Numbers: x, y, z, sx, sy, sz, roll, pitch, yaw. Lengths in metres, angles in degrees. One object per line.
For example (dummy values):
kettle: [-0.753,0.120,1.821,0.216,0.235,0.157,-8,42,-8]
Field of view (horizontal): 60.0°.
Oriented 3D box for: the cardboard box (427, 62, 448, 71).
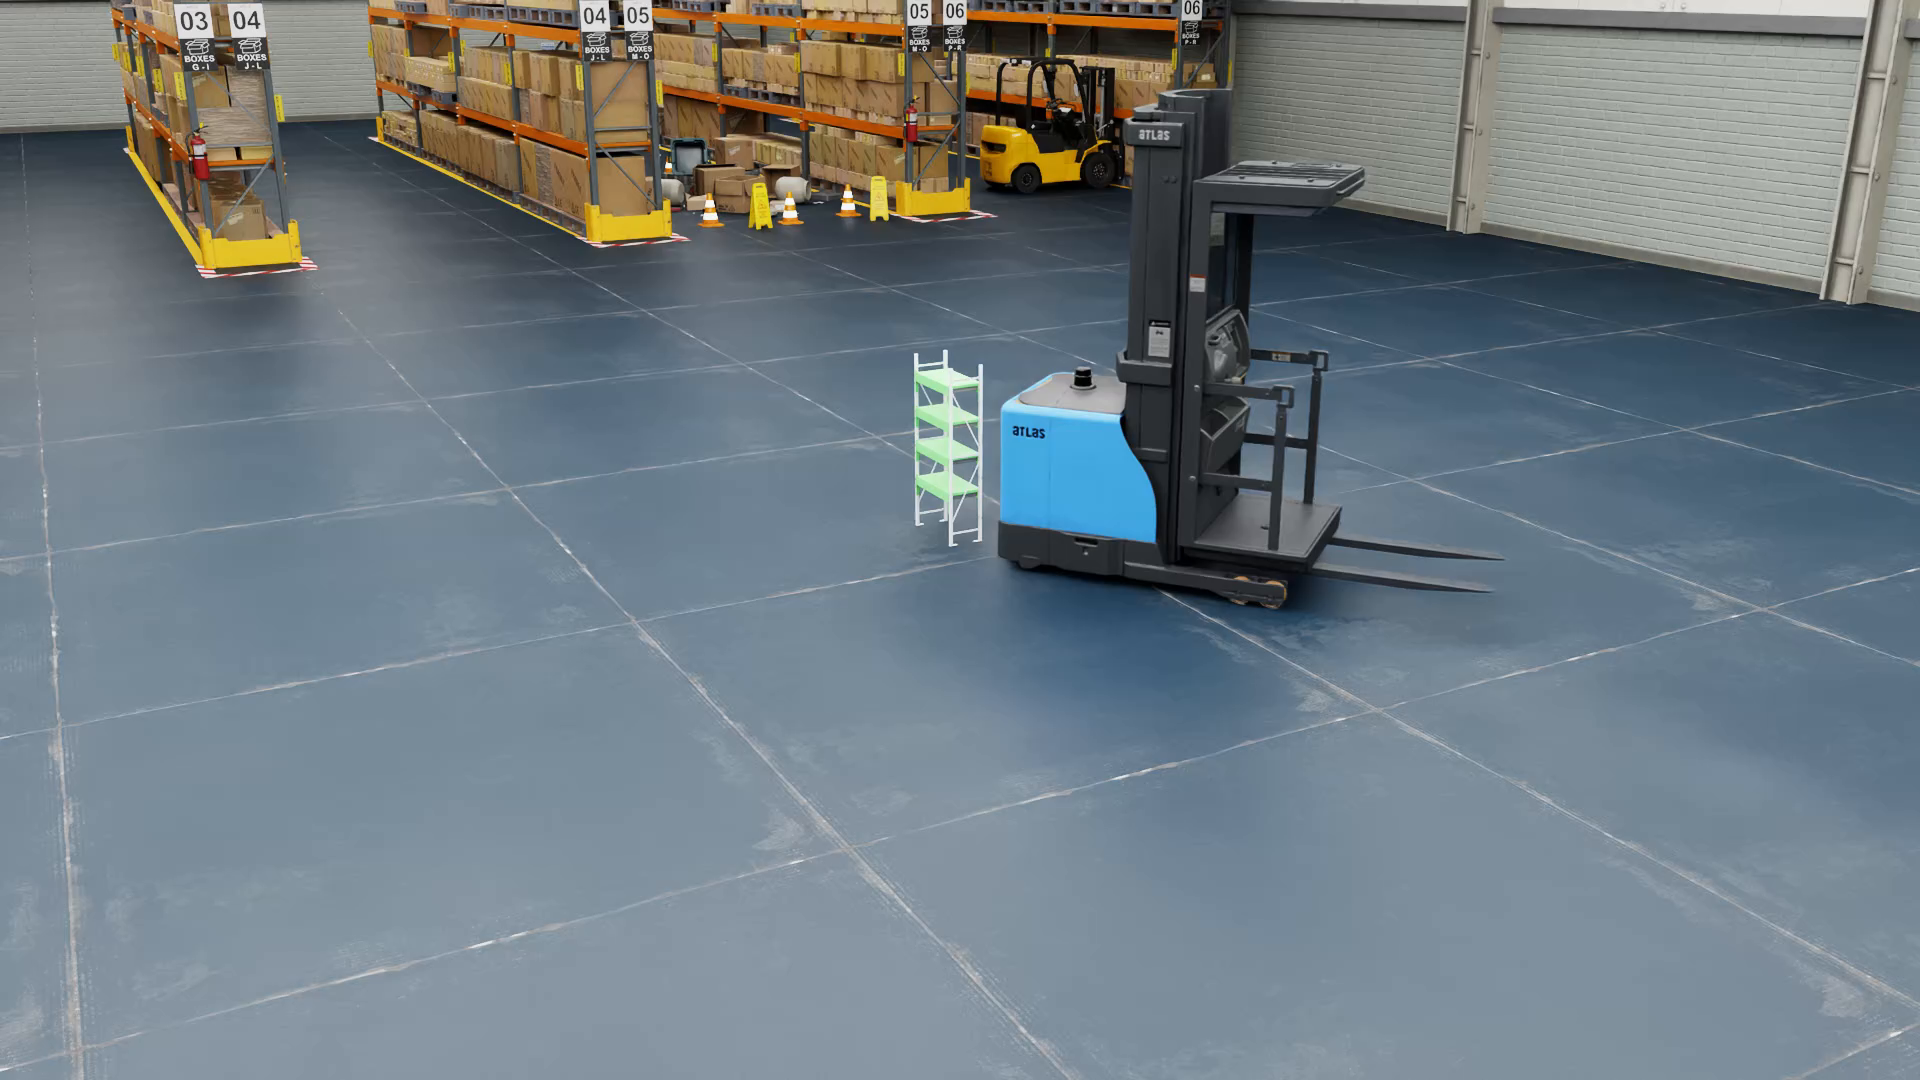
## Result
cardboard box: [-9.603,-8.732,30.667,0.380,0.149,0.250,-10,21,-27]

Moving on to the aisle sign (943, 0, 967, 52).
aisle sign: [-0.076,-7.766,25.052,0.394,0.787,0.004,-10,21,-27]

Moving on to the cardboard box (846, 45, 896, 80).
cardboard box: [-1.380,-7.557,26.290,0.700,0.500,0.500,-10,22,-27]

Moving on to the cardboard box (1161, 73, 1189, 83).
cardboard box: [3.577,-7.686,27.660,0.380,0.149,0.250,-10,21,-26]

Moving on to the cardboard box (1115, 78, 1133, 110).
cardboard box: [3.041,-7.722,28.757,0.500,0.500,0.500,-10,22,-28]

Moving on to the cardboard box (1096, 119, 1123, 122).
cardboard box: [2.746,-7.542,30.427,0.500,0.250,0.500,-10,22,-27]

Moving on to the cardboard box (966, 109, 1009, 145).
cardboard box: [0.473,-8.468,34.069,0.875,0.625,0.625,-9,21,-25]

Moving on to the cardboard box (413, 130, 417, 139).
cardboard box: [-10.814,-8.188,33.533,0.380,0.149,0.250,-10,21,-26]

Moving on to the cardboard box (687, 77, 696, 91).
cardboard box: [-5.127,-9.128,33.217,0.500,0.250,0.500,-10,22,-27]

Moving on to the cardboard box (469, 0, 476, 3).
cardboard box: [-7.854,-9.096,27.634,0.500,0.311,0.500,-10,22,-28]

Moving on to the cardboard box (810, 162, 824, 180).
cardboard box: [-2.235,-6.342,28.484,0.500,0.250,0.500,-11,22,-29]

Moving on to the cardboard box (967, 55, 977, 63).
cardboard box: [0.354,-9.643,33.332,0.380,0.149,0.250,-9,21,-25]

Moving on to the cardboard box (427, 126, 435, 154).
cardboard box: [-10.015,-7.768,32.232,0.500,0.500,0.500,-9,21,-24]

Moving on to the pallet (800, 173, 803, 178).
pallet: [-2.649,-6.560,29.818,1.003,0.211,1.213,-10,21,-27]

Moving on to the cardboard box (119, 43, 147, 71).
cardboard box: [-16.219,-9.518,32.740,0.500,0.500,0.500,-11,22,-28]

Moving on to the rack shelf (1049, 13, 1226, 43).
rack shelf: [3.038,-8.928,28.912,1.077,0.370,4.000,-10,21,-27]

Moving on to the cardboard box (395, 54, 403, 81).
cardboard box: [-11.109,-9.588,33.709,0.500,0.500,0.500,-11,22,-28]

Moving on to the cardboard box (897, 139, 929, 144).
cardboard box: [-0.782,-6.190,26.894,0.500,0.500,0.500,-11,22,-29]

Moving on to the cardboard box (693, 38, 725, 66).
cardboard box: [-4.904,-9.577,32.601,0.500,0.500,0.500,-10,21,-26]

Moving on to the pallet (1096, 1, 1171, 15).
pallet: [3.092,-9.210,28.761,1.003,0.211,1.213,-10,21,-27]

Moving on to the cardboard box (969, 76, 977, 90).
cardboard box: [0.419,-9.192,33.400,0.500,0.250,0.500,-10,22,-28]

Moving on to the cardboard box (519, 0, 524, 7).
cardboard box: [-6.352,-8.029,24.790,0.380,0.149,0.250,-10,22,-28]

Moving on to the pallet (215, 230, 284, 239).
pallet: [-9.491,-3.914,22.150,1.003,0.211,1.213,-10,21,-27]

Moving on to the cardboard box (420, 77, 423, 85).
cardboard box: [-9.978,-8.677,31.420,0.380,0.149,0.250,-10,22,-28]

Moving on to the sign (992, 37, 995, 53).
sign: [0.676,-10.207,34.338,0.100,0.325,0.005,-10,21,-27]

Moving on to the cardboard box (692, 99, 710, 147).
cardboard box: [-4.852,-8.465,33.678,0.875,0.875,0.875,-10,21,-26]

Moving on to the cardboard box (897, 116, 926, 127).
cardboard box: [-0.744,-6.462,25.645,0.380,0.149,0.250,-9,21,-25]

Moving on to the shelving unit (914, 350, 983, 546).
shelving unit: [-0.079,-0.615,11.073,0.258,1.200,0.503,-10,21,-27]

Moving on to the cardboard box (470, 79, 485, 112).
cardboard box: [-8.027,-7.593,28.386,0.500,0.500,0.500,-10,21,-27]

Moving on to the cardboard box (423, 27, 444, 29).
cardboard box: [-10.645,-10.130,33.747,0.500,0.500,0.500,-11,22,-28]

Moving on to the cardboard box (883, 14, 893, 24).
cardboard box: [-0.941,-7.931,25.304,0.380,0.149,0.250,-10,21,-26]

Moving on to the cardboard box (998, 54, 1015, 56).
cardboard box: [0.992,-9.664,33.390,0.380,0.149,0.250,-10,22,-28]

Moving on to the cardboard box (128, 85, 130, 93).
cardboard box: [-15.962,-8.776,32.352,0.380,0.149,0.250,-10,21,-26]

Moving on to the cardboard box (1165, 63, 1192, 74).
cardboard box: [3.633,-7.841,27.653,0.380,0.149,0.250,-10,21,-27]

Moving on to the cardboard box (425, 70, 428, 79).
cardboard box: [-9.735,-8.669,30.941,0.380,0.149,0.250,-9,21,-25]

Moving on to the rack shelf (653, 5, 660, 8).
rack shelf: [-7.026,-11.603,36.664,1.077,0.370,4.000,-10,21,-27]

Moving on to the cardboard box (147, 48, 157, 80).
cardboard box: [-13.539,-8.189,28.575,0.797,0.503,0.637,-9,21,-25]

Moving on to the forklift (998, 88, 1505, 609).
forklift: [1.806,-1.170,10.029,3.031,2.935,1.130,8,21,22]

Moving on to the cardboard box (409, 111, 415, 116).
cardboard box: [-11.741,-9.242,36.131,0.380,0.149,0.250,-10,21,-26]

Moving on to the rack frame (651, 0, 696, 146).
rack frame: [-6.077,-9.951,35.372,1.000,3.000,0.127,-10,21,-27]

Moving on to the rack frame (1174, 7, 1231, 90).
rack frame: [3.988,-7.276,27.620,1.000,3.000,0.127,-10,21,-27]

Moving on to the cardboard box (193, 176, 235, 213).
cardboard box: [-10.845,-5.016,24.256,0.500,0.500,0.500,-11,22,-28]

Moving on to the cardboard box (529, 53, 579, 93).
cardboard box: [-5.942,-7.013,24.971,0.875,0.550,0.550,-10,21,-27]

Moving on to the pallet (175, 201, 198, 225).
pallet: [-11.370,-5.025,25.370,1.003,0.211,1.213,-10,21,-27]

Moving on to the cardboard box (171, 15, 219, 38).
cardboard box: [-9.552,-6.418,20.762,0.500,0.250,0.500,-9,21,-25]

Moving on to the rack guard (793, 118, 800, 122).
rack guard: [-3.574,-10.666,41.275,1.175,0.500,0.348,-10,21,-27]

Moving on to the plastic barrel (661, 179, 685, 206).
plastic barrel: [-4.698,-5.553,26.575,0.512,0.421,0.421,4,19,11]

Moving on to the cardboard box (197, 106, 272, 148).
cardboard box: [-9.337,-5.321,21.345,0.875,0.500,0.500,-10,21,-27]

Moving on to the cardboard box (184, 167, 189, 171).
cardboard box: [-11.482,-5.466,25.530,0.700,0.500,0.500,-10,21,-27]

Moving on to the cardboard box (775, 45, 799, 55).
cardboard box: [-3.035,-8.641,29.327,0.380,0.149,0.250,-11,22,-28]

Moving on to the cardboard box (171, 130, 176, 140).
cardboard box: [-11.055,-5.819,23.781,0.380,0.149,0.250,-10,21,-27]

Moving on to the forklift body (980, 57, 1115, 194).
forklift body: [1.482,-7.137,28.517,2.313,2.155,1.214,-10,21,-27]

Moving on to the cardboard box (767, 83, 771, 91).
cardboard box: [-3.237,-8.135,29.848,0.380,0.149,0.250,-10,21,-27]

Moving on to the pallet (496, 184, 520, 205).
pallet: [-7.019,-5.751,27.473,1.003,0.211,1.213,-10,21,-27]
